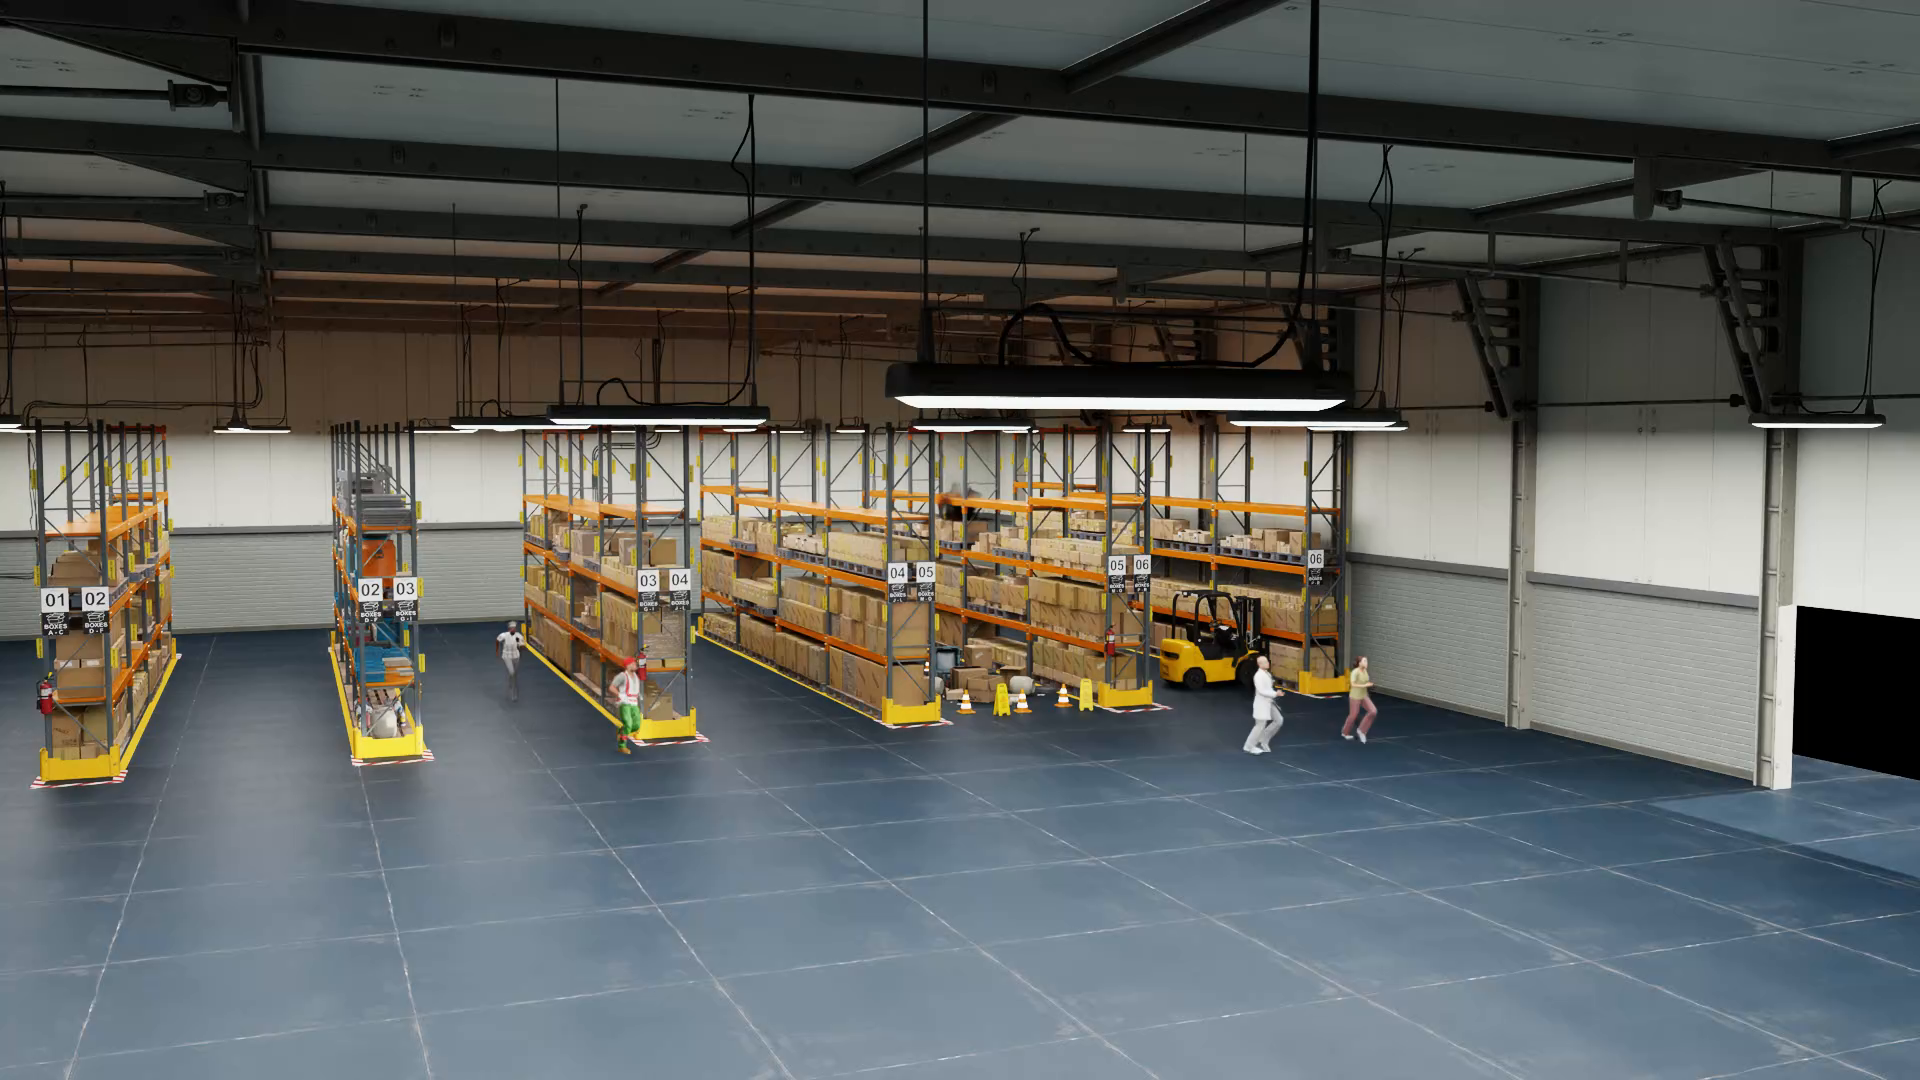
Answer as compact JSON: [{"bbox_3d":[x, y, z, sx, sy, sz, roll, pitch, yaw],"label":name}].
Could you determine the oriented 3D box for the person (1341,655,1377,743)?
[{"bbox_3d":[7.421,2.948,30.986,0.605,1.648,0.778,-3,5,-39],"label":"person"}]

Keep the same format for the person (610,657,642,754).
[{"bbox_3d":[-6.075,2.985,30.316,0.613,1.708,0.672,2,4,35],"label":"person"}]

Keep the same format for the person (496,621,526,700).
[{"bbox_3d":[-9.822,2.620,36.369,0.599,1.736,0.847,-2,4,-28],"label":"person"}]

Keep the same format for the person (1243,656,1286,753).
[{"bbox_3d":[5.493,3.064,29.897,0.766,1.571,0.684,2,4,29],"label":"person"}]
